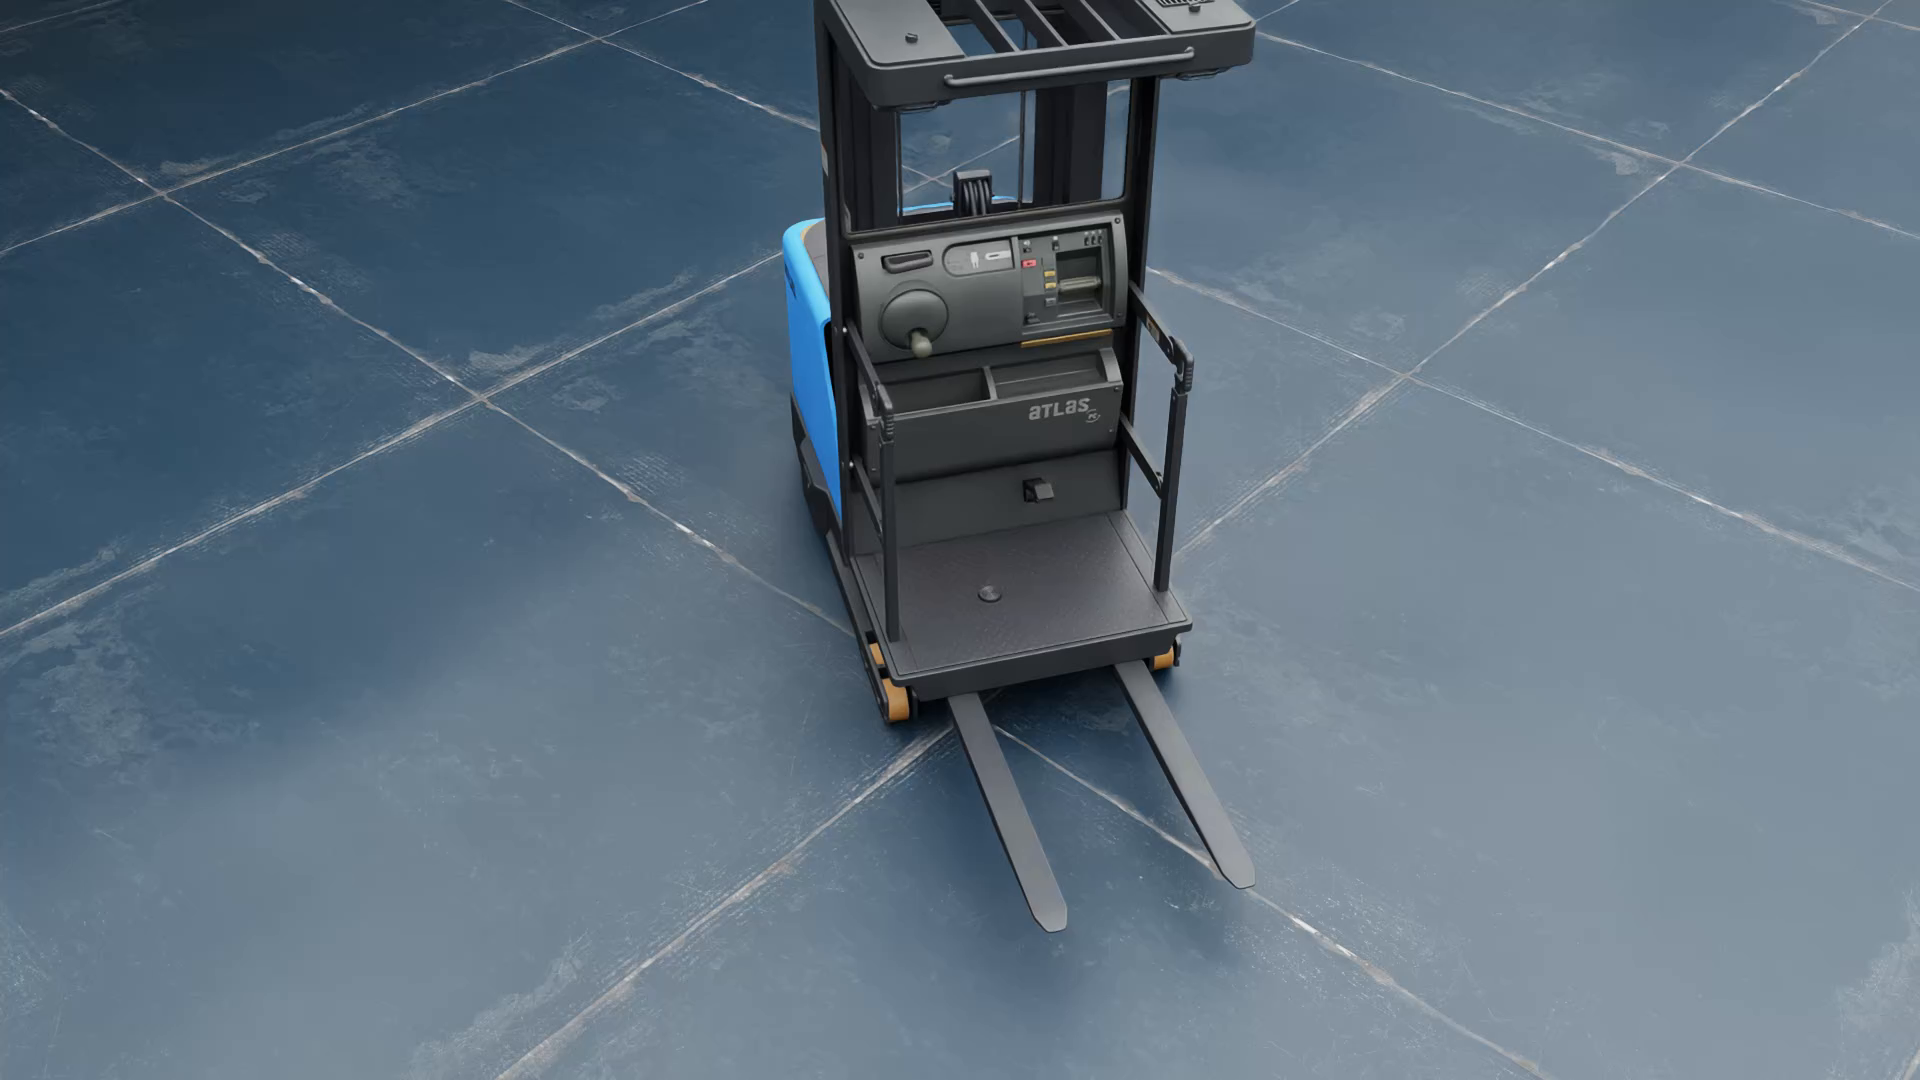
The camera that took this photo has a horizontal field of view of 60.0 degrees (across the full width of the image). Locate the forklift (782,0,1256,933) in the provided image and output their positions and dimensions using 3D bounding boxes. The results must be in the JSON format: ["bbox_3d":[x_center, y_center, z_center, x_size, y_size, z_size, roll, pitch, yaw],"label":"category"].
[{"bbox_3d":[0.170,-0.772,5.365,1.130,2.935,3.031,-10,40,-12],"label":"forklift"}]
